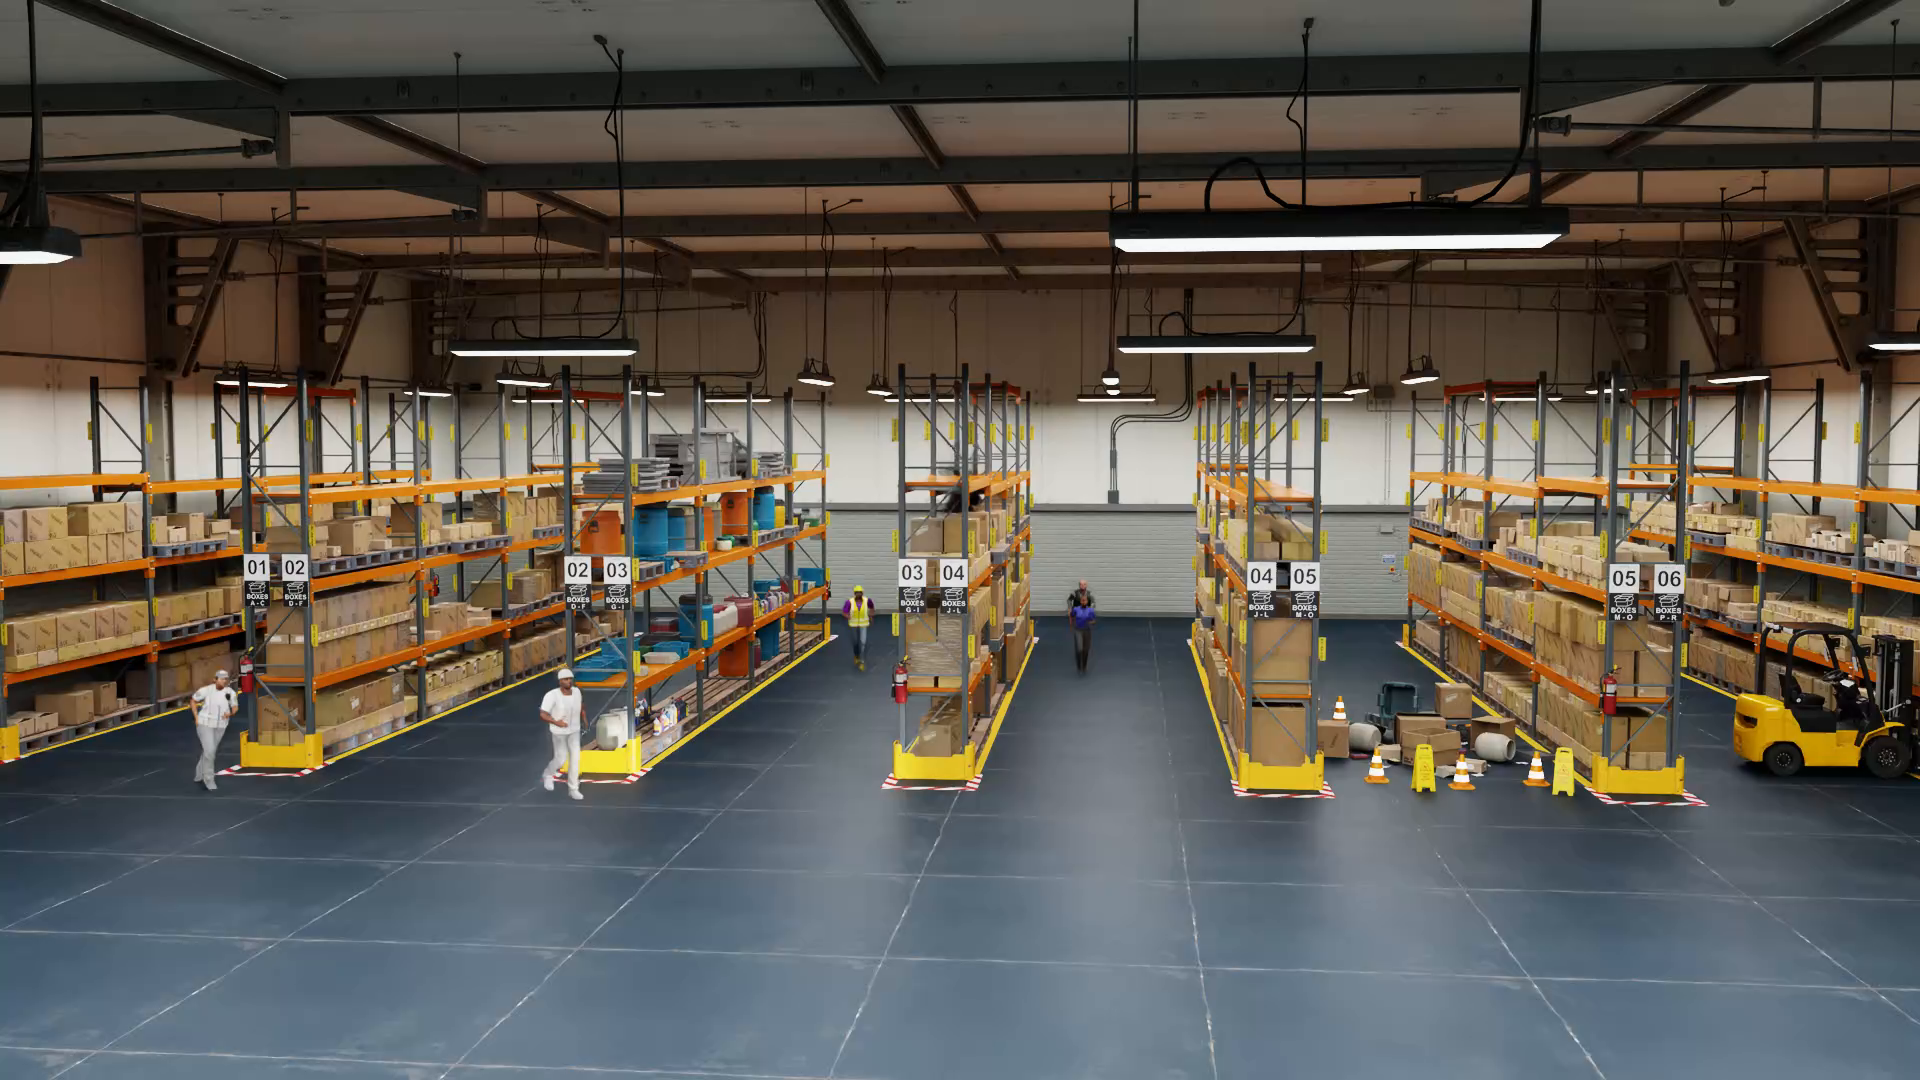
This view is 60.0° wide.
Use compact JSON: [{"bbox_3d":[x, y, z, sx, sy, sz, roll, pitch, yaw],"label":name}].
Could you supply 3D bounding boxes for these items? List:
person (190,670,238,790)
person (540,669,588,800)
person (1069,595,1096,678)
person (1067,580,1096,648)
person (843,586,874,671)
[{"bbox_3d":[-10.623,2.676,23.704,0.801,1.679,0.577,3,5,41],"label":"person"},{"bbox_3d":[-5.452,2.652,22.931,0.725,1.775,0.838,-3,5,-42],"label":"person"},{"bbox_3d":[2.534,1.982,34.292,0.536,1.711,0.828,0,4,-3],"label":"person"},{"bbox_3d":[2.727,1.764,37.176,0.622,1.753,0.814,0,4,0],"label":"person"},{"bbox_3d":[-2.158,1.838,35.327,0.663,1.763,0.981,0,4,-1],"label":"person"}]
